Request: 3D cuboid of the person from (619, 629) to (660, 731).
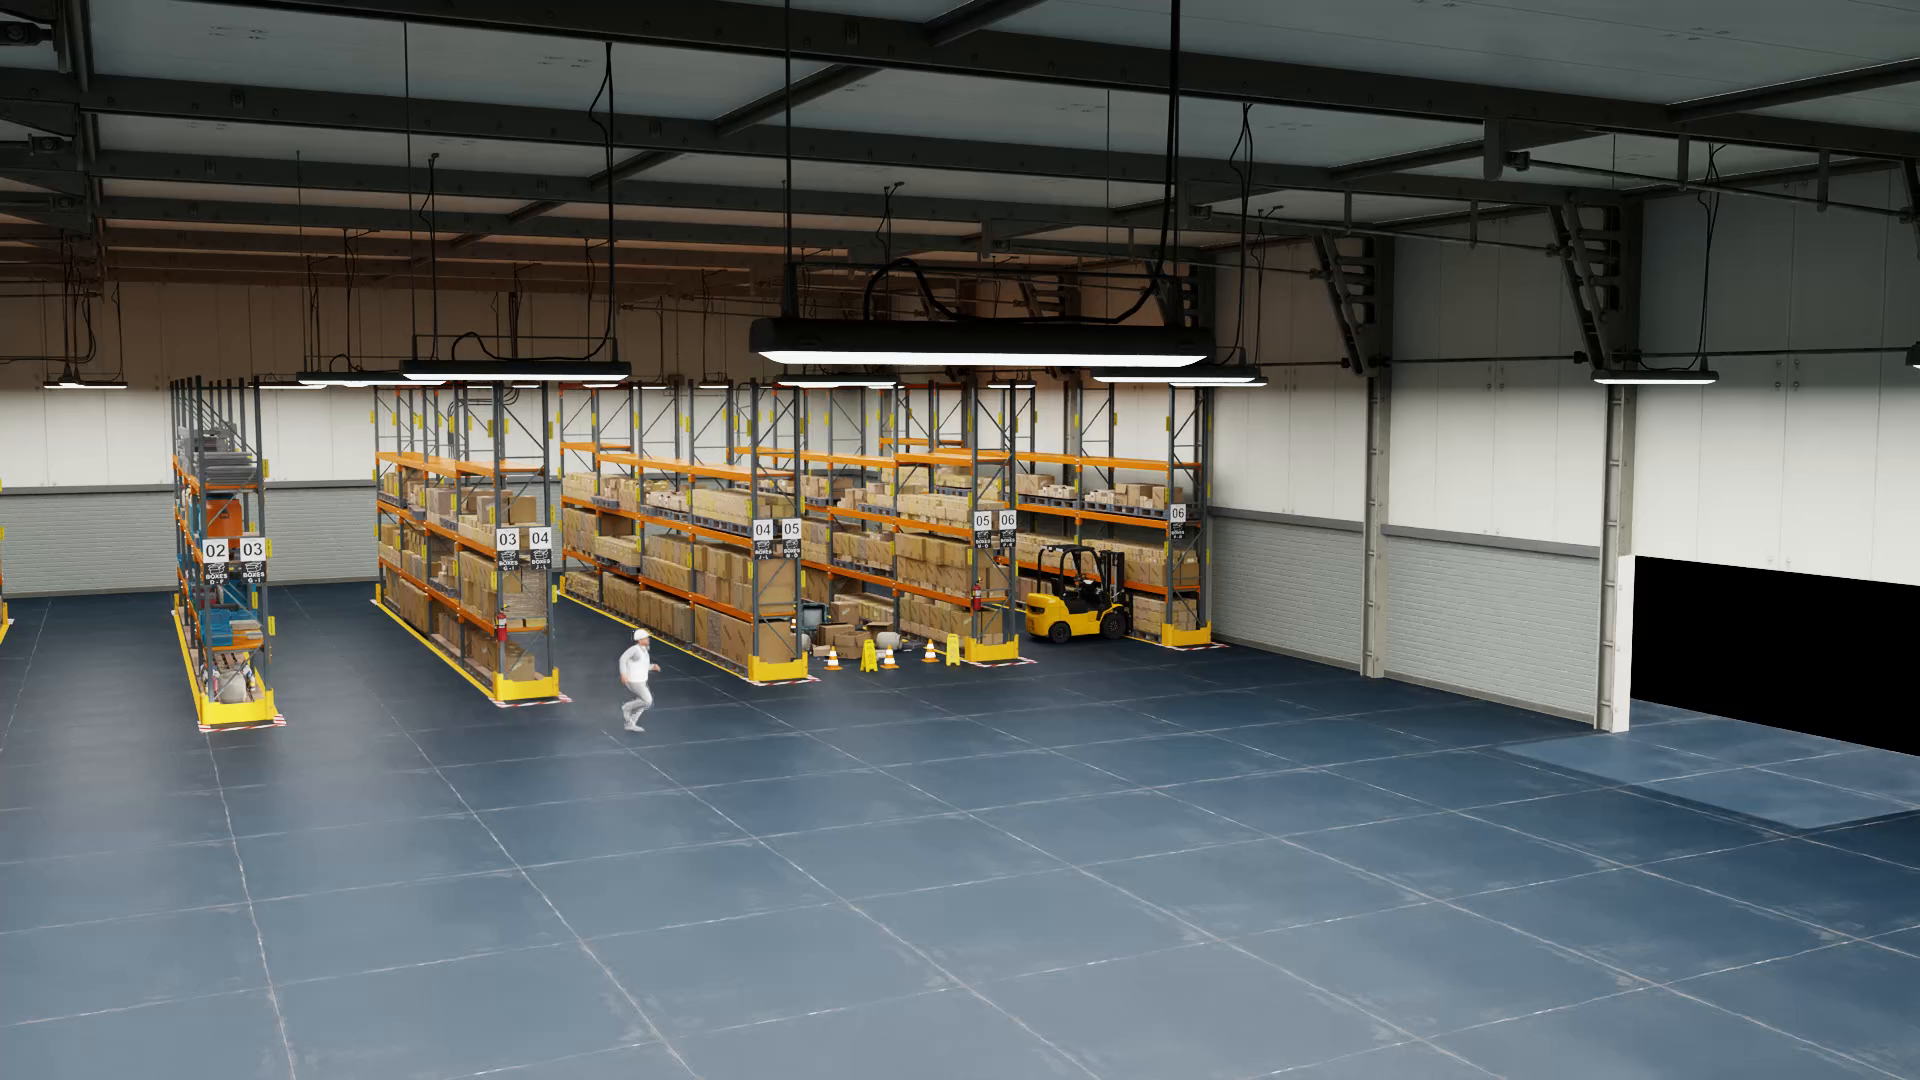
[{"bbox_3d":[-5.390,2.373,28.096,0.636,1.724,0.696,1,5,11],"label":"person"}]
